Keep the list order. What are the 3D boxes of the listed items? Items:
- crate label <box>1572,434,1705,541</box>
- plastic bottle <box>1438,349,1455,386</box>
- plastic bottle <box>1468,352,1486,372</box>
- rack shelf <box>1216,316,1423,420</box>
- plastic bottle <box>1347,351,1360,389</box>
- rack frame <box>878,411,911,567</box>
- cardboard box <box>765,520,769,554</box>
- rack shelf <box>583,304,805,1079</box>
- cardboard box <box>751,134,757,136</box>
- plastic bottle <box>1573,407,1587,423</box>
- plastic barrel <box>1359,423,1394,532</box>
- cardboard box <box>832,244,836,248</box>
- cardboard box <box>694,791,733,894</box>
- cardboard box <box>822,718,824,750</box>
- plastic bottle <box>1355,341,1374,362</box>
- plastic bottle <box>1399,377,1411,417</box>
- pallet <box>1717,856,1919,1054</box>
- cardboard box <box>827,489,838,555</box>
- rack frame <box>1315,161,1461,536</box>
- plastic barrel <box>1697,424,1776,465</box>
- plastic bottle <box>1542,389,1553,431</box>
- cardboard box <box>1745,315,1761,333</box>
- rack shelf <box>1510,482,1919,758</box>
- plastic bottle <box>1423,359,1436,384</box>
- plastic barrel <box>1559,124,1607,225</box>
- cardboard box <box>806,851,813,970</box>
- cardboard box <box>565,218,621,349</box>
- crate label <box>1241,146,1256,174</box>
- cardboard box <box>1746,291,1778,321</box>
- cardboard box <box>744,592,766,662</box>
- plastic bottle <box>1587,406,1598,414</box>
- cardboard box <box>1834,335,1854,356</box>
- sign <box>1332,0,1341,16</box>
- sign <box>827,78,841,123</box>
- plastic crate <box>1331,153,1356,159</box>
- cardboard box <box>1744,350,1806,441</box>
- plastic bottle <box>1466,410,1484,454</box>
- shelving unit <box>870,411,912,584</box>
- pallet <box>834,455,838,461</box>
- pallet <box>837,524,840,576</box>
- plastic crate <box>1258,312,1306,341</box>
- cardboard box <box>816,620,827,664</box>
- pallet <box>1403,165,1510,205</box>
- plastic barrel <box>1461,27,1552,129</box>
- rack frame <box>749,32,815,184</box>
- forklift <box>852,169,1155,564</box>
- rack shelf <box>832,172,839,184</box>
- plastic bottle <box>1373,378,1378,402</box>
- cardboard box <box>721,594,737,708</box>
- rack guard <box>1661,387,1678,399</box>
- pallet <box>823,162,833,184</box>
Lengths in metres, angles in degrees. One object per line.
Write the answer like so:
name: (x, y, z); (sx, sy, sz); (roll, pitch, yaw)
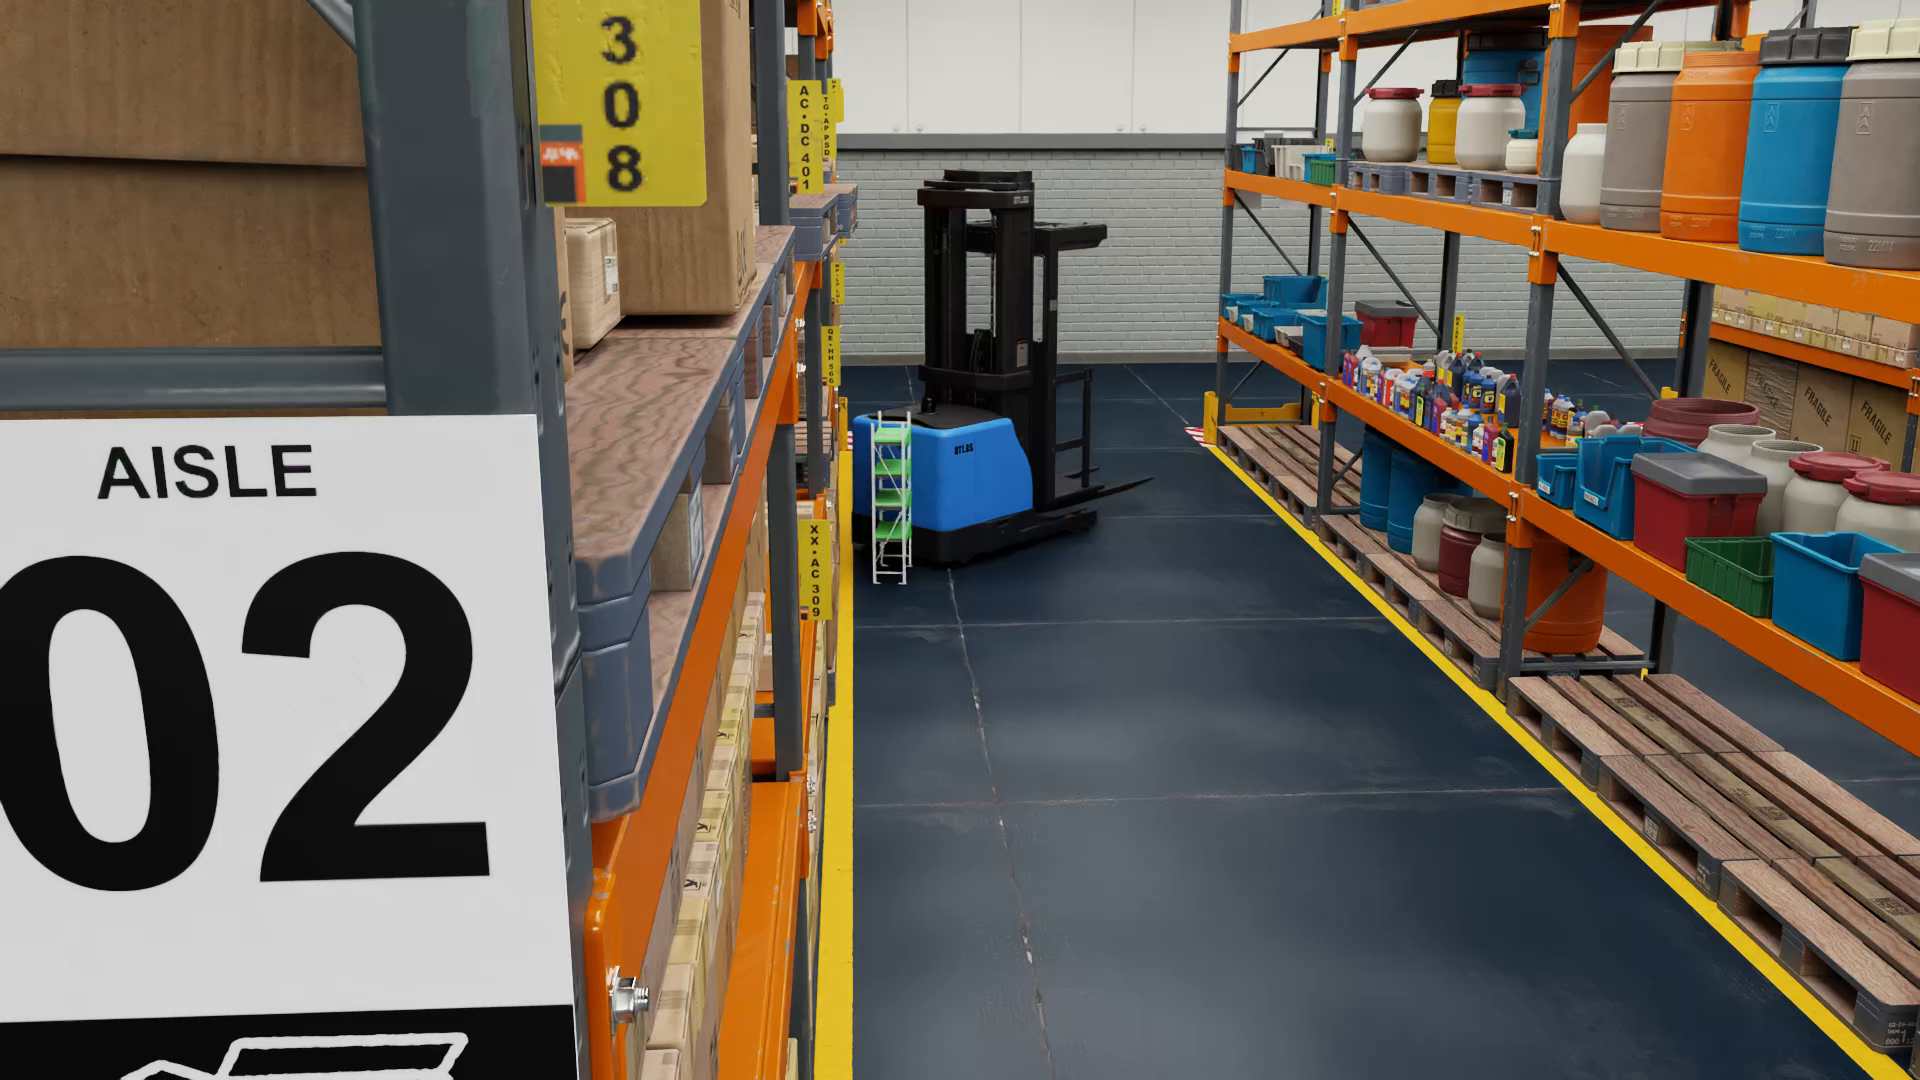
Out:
crate label: (3.478, -0.275, 8.503); (0.502, 0.435, 0.616); (-1, 14, -3)
plastic bottle: (3.678, -1.254, 12.479); (0.144, 0.351, 0.185); (-1, 14, -3)
plastic bottle: (3.833, -1.210, 12.309); (0.144, 0.351, 0.185); (-1, 14, -3)
rack shelf: (3.315, -1.653, 15.373); (1.077, 0.370, 4.000); (-1, 14, -3)
plastic bottle: (3.044, -1.316, 12.856); (0.061, 0.283, 0.133); (-1, 14, -3)
rack frame: (-0.492, -0.380, 12.597); (0.240, 1.200, 0.015); (1, 14, 3)
cardboard box: (-1.123, 0.005, 7.992); (0.380, 0.149, 0.250); (0, 14, 1)
rack shelf: (-0.886, -0.045, 3.107); (1.077, 0.370, 4.000); (-1, 14, -3)
cardboard box: (-1.173, -1.905, 8.348); (0.500, 0.250, 0.500); (-2, 15, -8)
plastic bottle: (3.913, -0.702, 10.495); (0.097, 0.271, 0.097); (0, 14, 0)
plastic barrel: (3.455, -0.555, 13.033); (0.600, 0.901, 0.708); (-1, 14, -3)
cardboard box: (-1.286, -2.211, 13.891); (0.500, 0.500, 0.500); (-1, 14, -5)
cardboard box: (-0.683, 0.645, 3.497); (0.380, 0.149, 0.250); (0, 14, -2)
cardboard box: (-0.946, 0.950, 8.489); (0.500, 0.250, 0.500); (-1, 14, -4)
plastic bottle: (3.139, -1.377, 12.958); (0.144, 0.351, 0.185); (-1, 14, -3)
plastic bottle: (3.139, -1.003, 11.663); (0.097, 0.271, 0.097); (0, 14, 0)
pallet: (3.847, 1.642, 6.722); (1.003, 0.211, 1.213); (-1, 14, -3)
cardboard box: (-1.136, -0.064, 11.891); (0.500, 0.500, 0.500); (-1, 14, -3)
rack frame: (3.439, -1.504, 13.350); (1.000, 3.000, 0.127); (-1, 14, -3)
plastic barrel: (3.963, -0.310, 8.488); (0.421, 0.512, 0.421); (0, 14, 0)
plastic bottle: (3.931, -0.876, 11.168); (0.097, 0.271, 0.097); (0, 14, 0)
cardboard box: (7.892, -2.104, 16.189); (0.380, 0.149, 0.250); (-1, 14, -5)
rack shelf: (3.810, 0.337, 7.640); (1.077, 0.370, 4.000); (-1, 14, -3)
plastic bottle: (3.662, -1.308, 12.988); (0.097, 0.201, 0.097); (0, 14, 0)
plastic barrel: (3.400, -1.934, 8.778); (0.421, 0.512, 0.421); (0, 14, 0)
cardboard box: (-0.787, 1.312, 5.959); (0.500, 0.311, 0.500); (-1, 14, -3)
cardboard box: (-0.659, -0.341, 2.193); (0.380, 0.149, 0.250); (-1, 14, -3)
crate label: (2.925, -3.645, 15.950); (0.408, 0.251, 0.502); (-1, 14, -3)
cardboard box: (7.961, -2.268, 16.027); (0.500, 0.250, 0.500); (-1, 14, -5)
cardboard box: (-0.779, 0.263, 4.981); (0.380, 0.149, 0.250); (-1, 14, -3)
plastic bottle: (3.991, -0.714, 10.516); (0.061, 0.283, 0.133); (-1, 14, -3)
cardboard box: (7.988, -1.721, 14.699); (0.380, 0.149, 0.250); (-1, 14, -2)
sign: (3.739, -5.260, 16.558); (0.100, 0.325, 0.005); (-1, 14, -3)
sign: (-0.952, -3.331, 12.606); (0.100, 0.325, 0.005); (-1, 14, -3)
plastic crate: (3.537, -3.608, 15.933); (0.450, 0.188, 0.336); (-1, 14, -3)
cardboard box: (8.310, -1.365, 16.233); (0.875, 0.875, 0.875); (-1, 14, -3)
plastic bottle: (3.220, -0.675, 10.389); (0.097, 0.271, 0.097); (0, 14, 0)
shelving unit: (-0.507, -0.320, 12.361); (0.258, 1.200, 0.503); (1, 14, 3)
pallet: (-1.626, -0.552, 15.250); (1.003, 0.211, 1.213); (-1, 14, -3)
pallet: (-1.417, 0.124, 12.620); (1.003, 0.211, 1.213); (-1, 14, -3)
plastic crate: (2.978, -1.978, 15.409); (0.416, 0.233, 0.300); (-1, 14, -3)
cardboard box: (-0.980, 0.550, 8.919); (0.500, 0.311, 0.500); (-1, 14, -2)
pallet: (3.658, -2.389, 11.152); (1.003, 0.211, 1.213); (-1, 14, -3)
plastic barrel: (3.697, -2.980, 11.221); (0.600, 0.901, 0.708); (-1, 14, -3)
rack frame: (-1.258, -3.339, 8.443); (1.000, 3.000, 0.127); (-1, 14, -3)
forklift: (0.493, -1.540, 13.628); (1.130, 2.935, 3.031); (12, 19, 40)
rack shelf: (-1.629, -3.030, 14.706); (1.077, 0.370, 4.000); (-1, 14, -3)
plastic bottle: (3.102, -1.118, 12.249); (0.097, 0.201, 0.097); (0, 14, 0)
cardboard box: (-0.944, 0.121, 4.233); (0.700, 0.500, 0.500); (-1, 14, -4)
rack guard: (8.133, -1.370, 17.849); (1.175, 0.500, 0.348); (-1, 14, -3)
pallet: (-1.535, -2.626, 12.072); (1.213, 0.211, 1.003); (-1, 14, -3)
